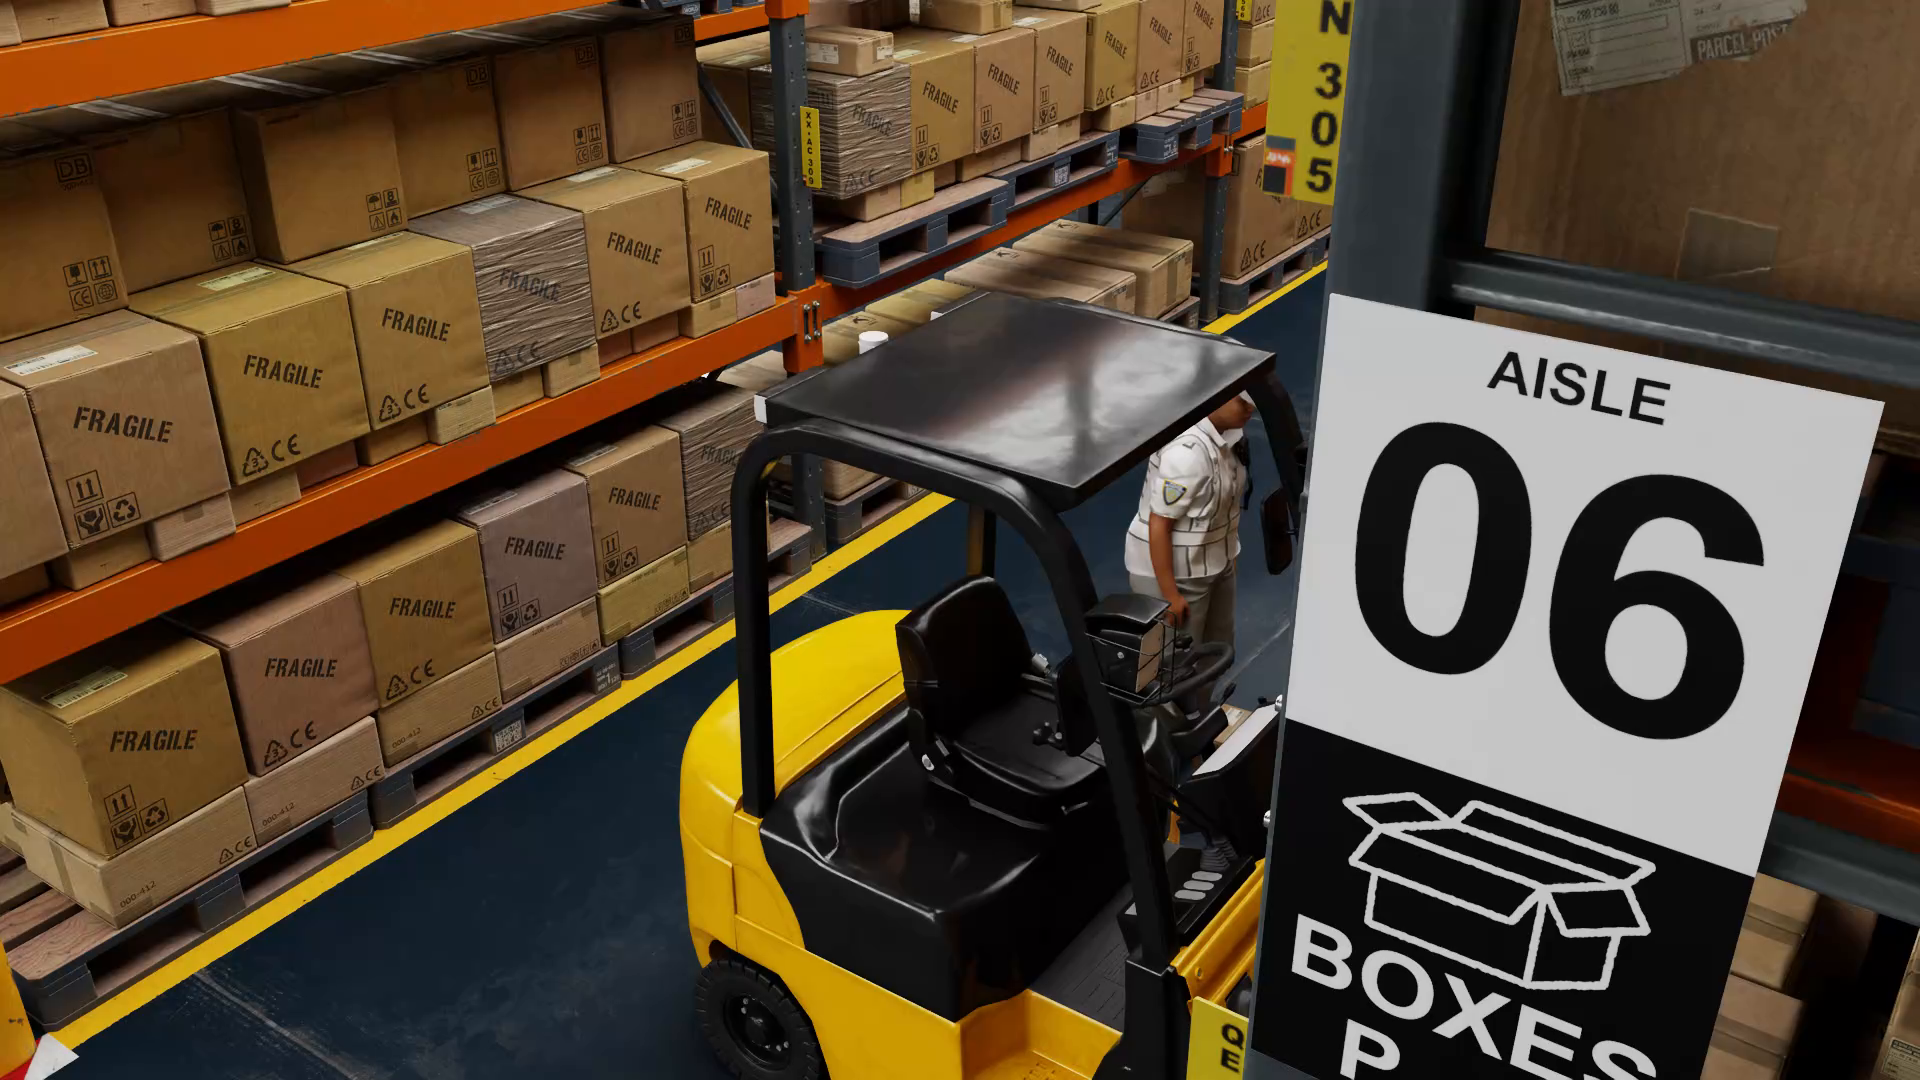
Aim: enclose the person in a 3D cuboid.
[{"bbox_3d":[0.804,0.112,5.908,0.396,1.652,0.553,17,31,29],"label":"person"}]
